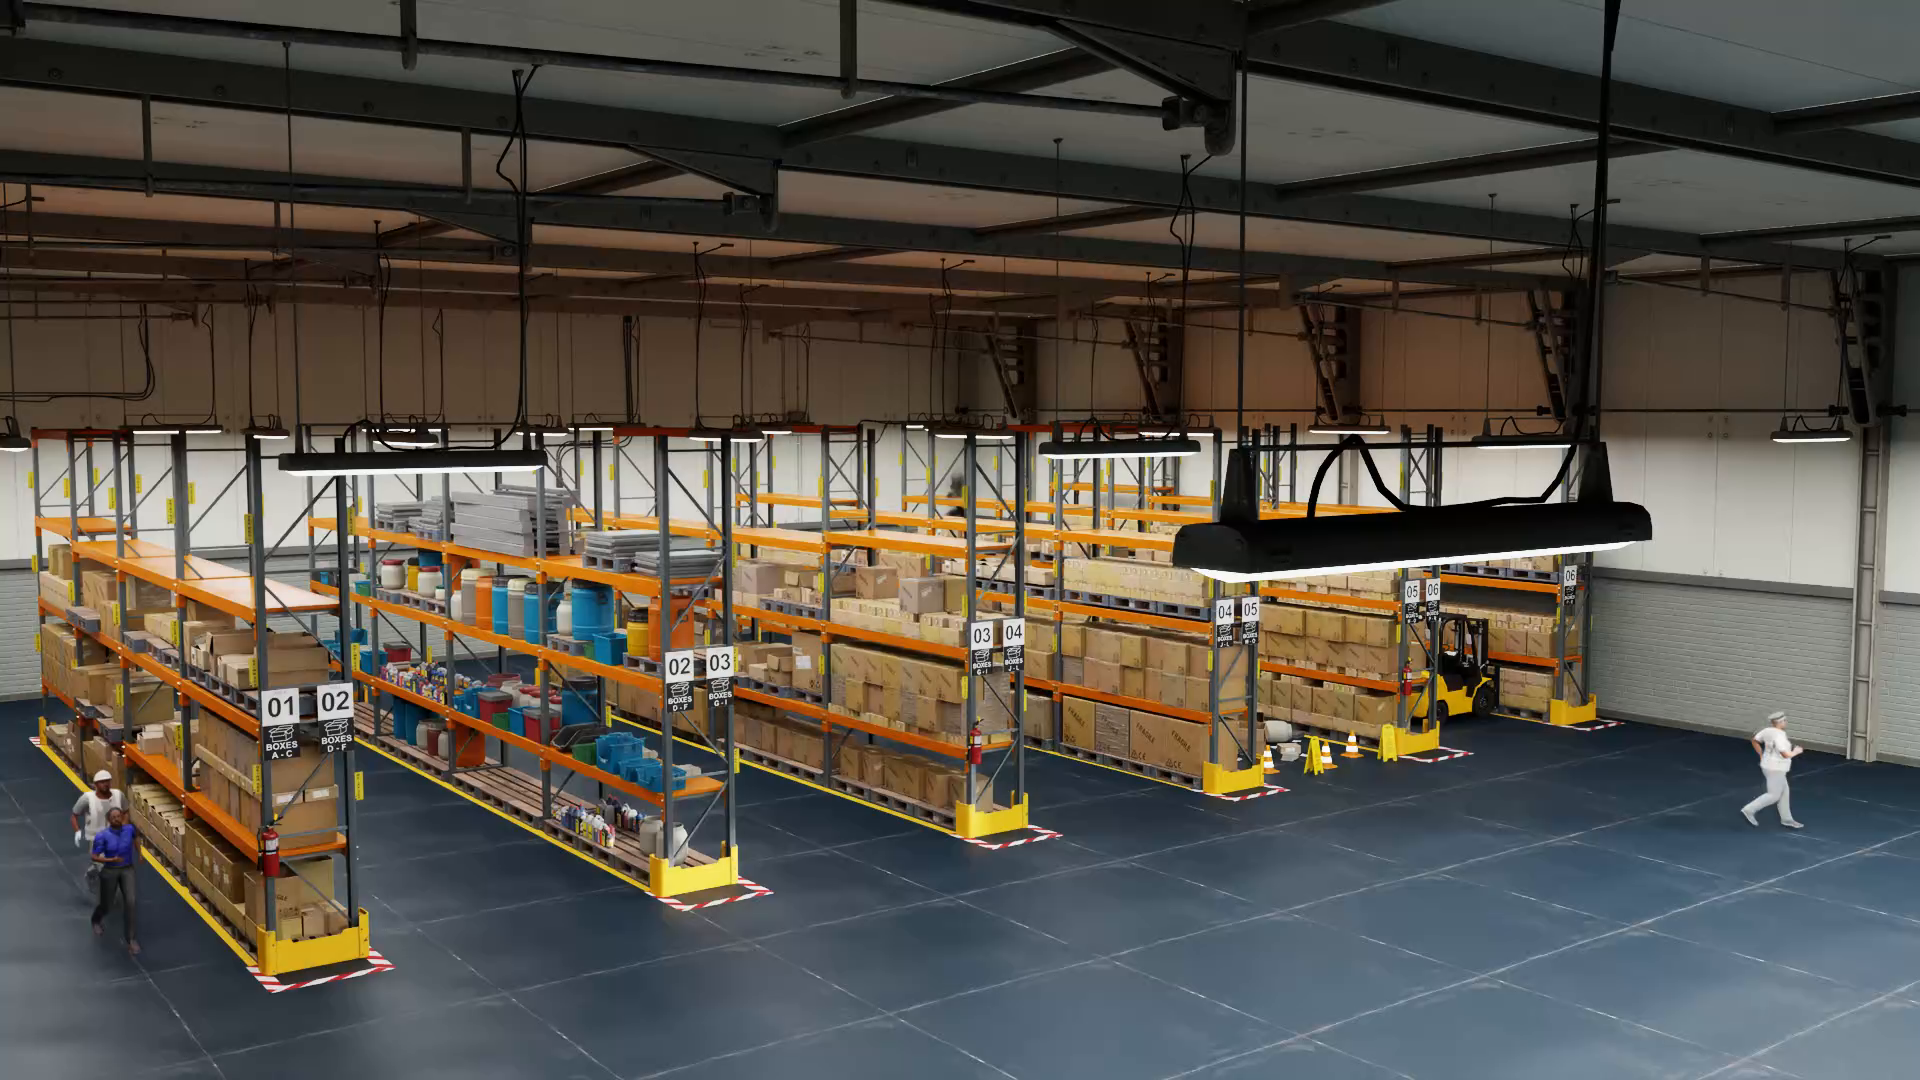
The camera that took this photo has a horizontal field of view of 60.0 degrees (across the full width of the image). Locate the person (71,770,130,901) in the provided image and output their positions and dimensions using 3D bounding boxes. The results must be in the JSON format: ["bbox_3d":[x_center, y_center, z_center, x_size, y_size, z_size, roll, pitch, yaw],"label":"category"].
[{"bbox_3d":[-10.946,3.798,21.256,0.679,1.726,0.636,-4,6,-44],"label":"person"}]

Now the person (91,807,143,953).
[{"bbox_3d":[-9.954,4.007,19.636,0.587,1.600,0.934,-4,6,-43],"label":"person"}]

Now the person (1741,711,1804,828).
[{"bbox_3d":[12.270,3.455,25.049,0.931,1.774,0.682,1,5,7],"label":"person"}]
